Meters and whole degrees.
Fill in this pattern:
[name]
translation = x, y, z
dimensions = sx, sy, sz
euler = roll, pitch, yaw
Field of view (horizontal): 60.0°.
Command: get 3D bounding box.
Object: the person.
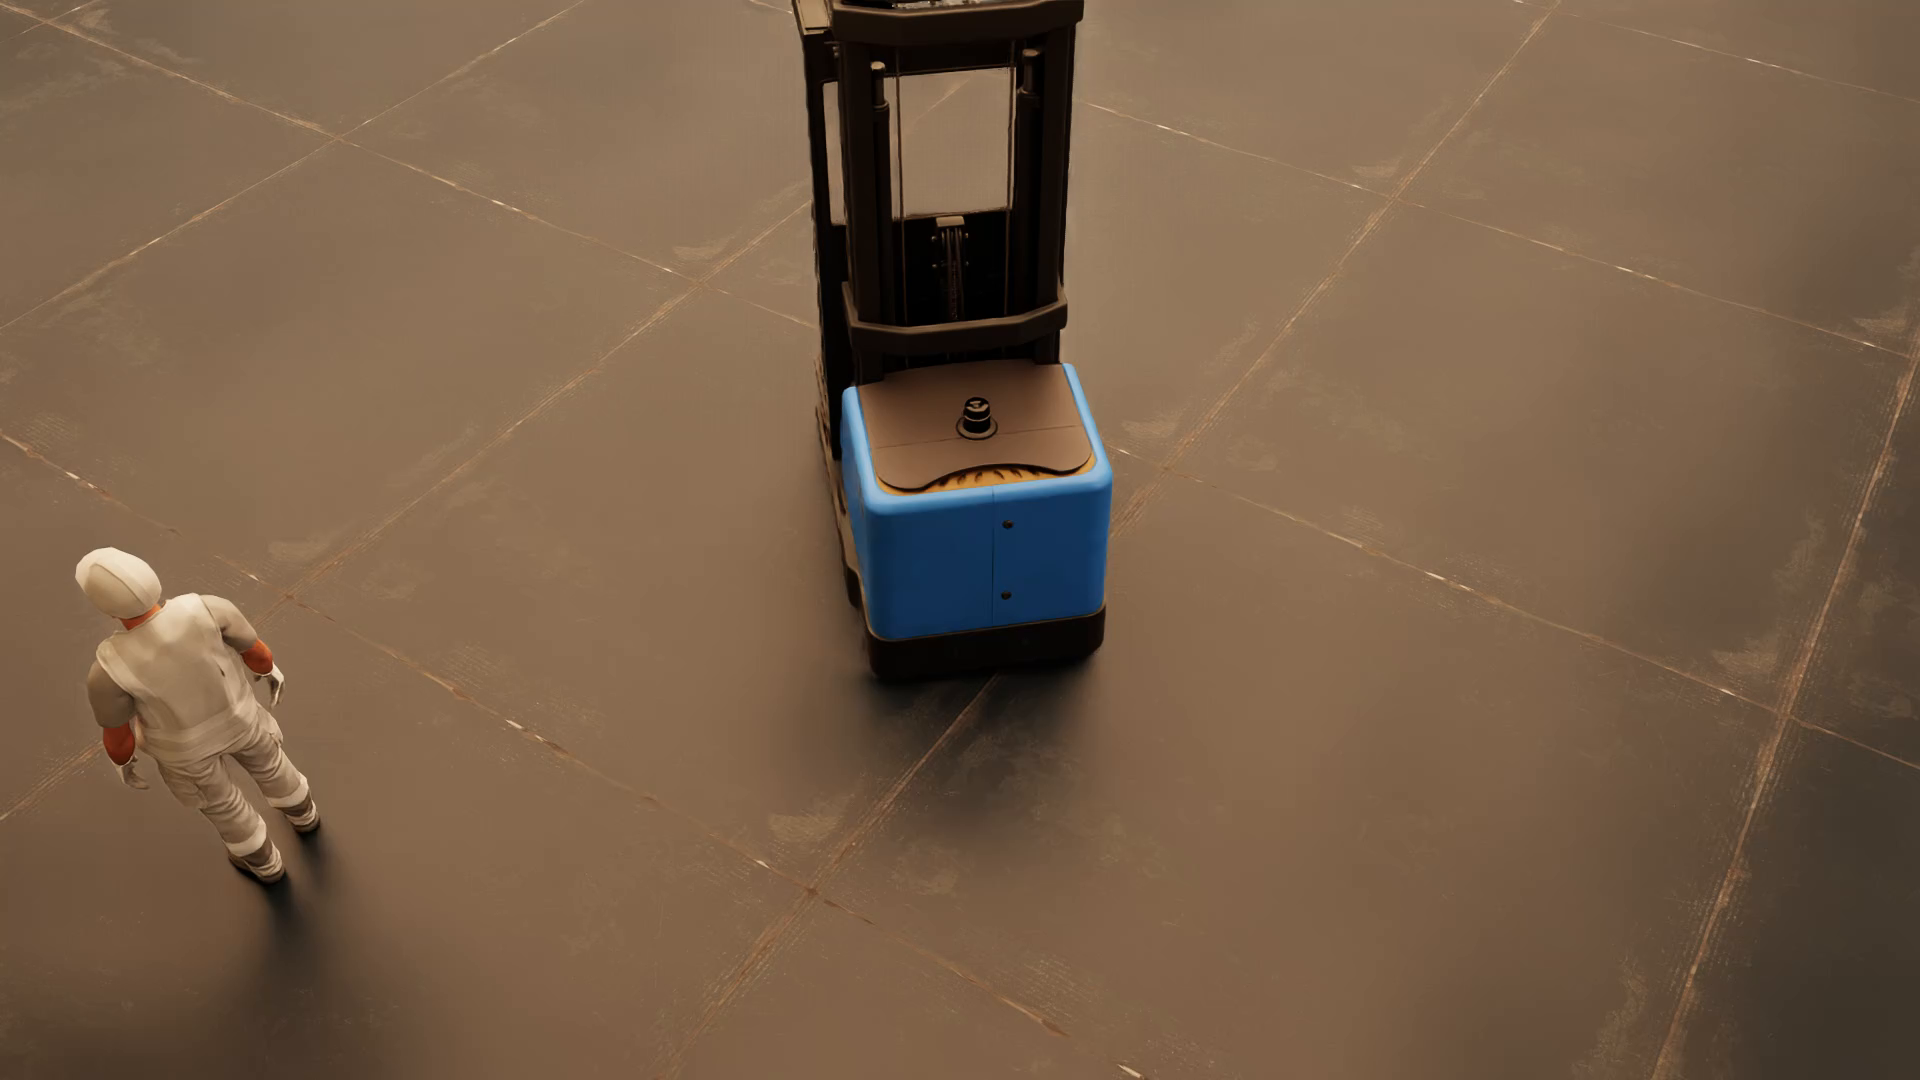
[person]
translation = -2.772, 0.622, 6.013
dimensions = 0.640, 1.788, 0.565
euler = -34, 53, -31

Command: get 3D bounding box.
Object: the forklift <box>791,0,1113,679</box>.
[forklift]
translation = -0.126, -1.483, 7.412
dimensions = 1.130, 2.935, 3.031
euler = -7, 44, -7
